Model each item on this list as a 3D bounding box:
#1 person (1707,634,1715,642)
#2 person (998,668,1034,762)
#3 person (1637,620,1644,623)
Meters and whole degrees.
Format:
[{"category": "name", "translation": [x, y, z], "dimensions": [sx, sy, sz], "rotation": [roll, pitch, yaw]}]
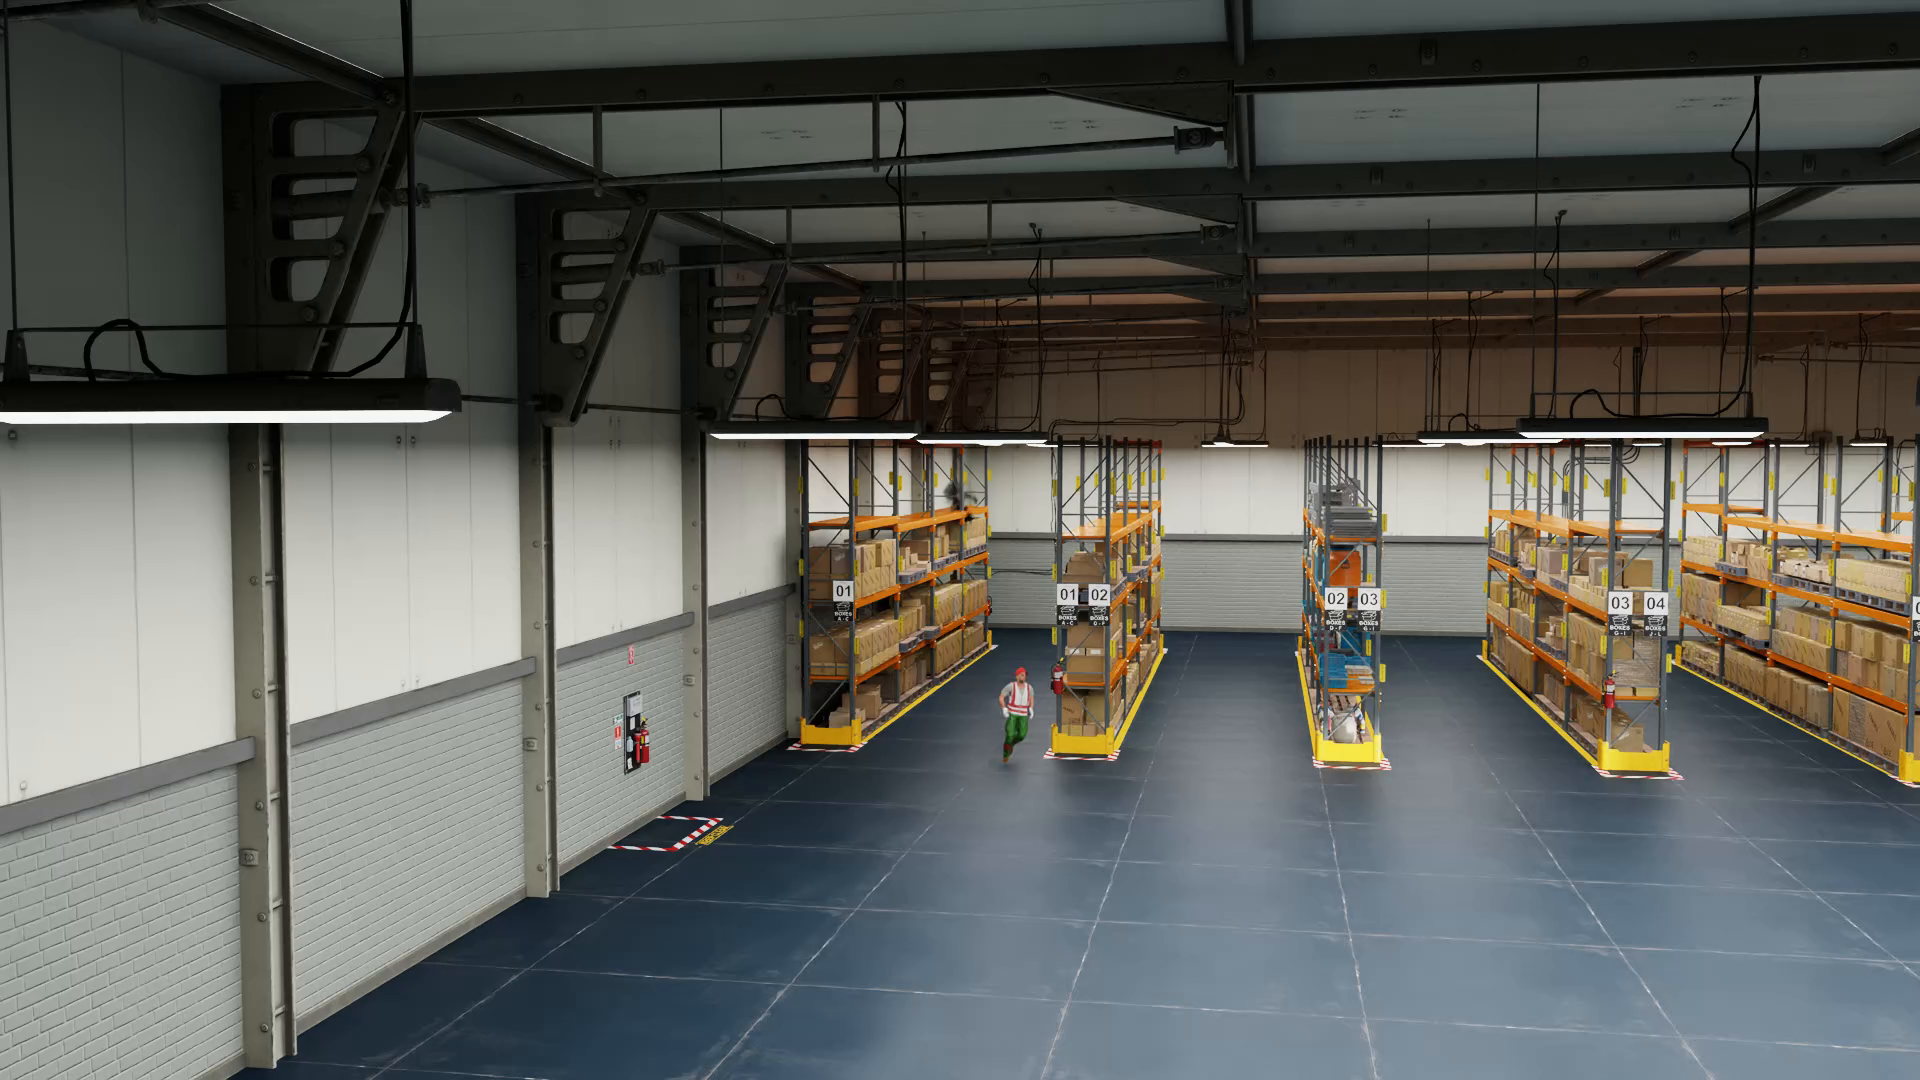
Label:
[{"category": "person", "translation": [20.701, 2.447, 45.507], "dimensions": [0.681, 1.699, 0.553], "rotation": [0, 3, 6]}, {"category": "person", "translation": [1.062, 3.212, 30.635], "dimensions": [0.707, 1.723, 0.558], "rotation": [-1, 3, -16]}, {"category": "person", "translation": [17.869, 2.540, 43.866], "dimensions": [0.595, 1.623, 0.549], "rotation": [1, 3, 18]}]
